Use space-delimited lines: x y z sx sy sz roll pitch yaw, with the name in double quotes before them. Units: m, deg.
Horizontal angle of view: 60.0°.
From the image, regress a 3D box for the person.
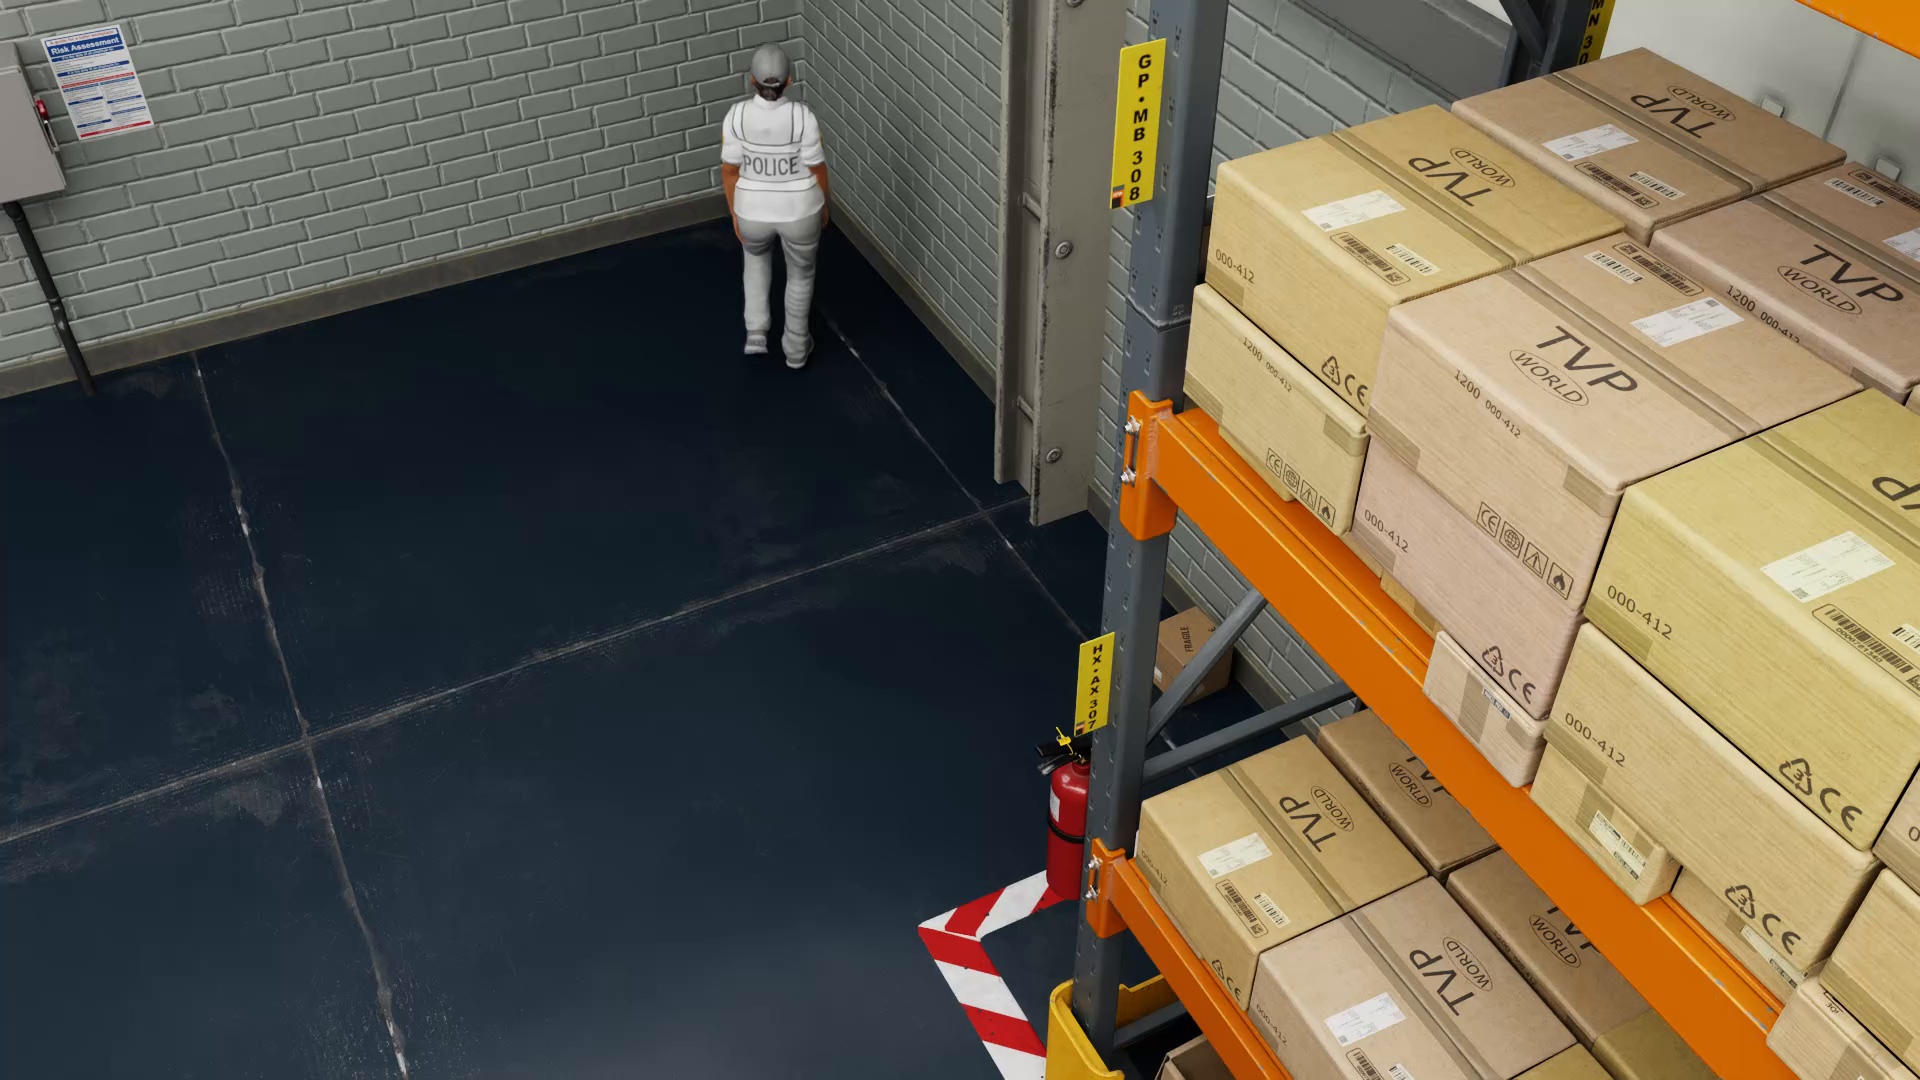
"person" -0.853 -1.581 7.932 0.481 1.686 0.424 4 42 5
